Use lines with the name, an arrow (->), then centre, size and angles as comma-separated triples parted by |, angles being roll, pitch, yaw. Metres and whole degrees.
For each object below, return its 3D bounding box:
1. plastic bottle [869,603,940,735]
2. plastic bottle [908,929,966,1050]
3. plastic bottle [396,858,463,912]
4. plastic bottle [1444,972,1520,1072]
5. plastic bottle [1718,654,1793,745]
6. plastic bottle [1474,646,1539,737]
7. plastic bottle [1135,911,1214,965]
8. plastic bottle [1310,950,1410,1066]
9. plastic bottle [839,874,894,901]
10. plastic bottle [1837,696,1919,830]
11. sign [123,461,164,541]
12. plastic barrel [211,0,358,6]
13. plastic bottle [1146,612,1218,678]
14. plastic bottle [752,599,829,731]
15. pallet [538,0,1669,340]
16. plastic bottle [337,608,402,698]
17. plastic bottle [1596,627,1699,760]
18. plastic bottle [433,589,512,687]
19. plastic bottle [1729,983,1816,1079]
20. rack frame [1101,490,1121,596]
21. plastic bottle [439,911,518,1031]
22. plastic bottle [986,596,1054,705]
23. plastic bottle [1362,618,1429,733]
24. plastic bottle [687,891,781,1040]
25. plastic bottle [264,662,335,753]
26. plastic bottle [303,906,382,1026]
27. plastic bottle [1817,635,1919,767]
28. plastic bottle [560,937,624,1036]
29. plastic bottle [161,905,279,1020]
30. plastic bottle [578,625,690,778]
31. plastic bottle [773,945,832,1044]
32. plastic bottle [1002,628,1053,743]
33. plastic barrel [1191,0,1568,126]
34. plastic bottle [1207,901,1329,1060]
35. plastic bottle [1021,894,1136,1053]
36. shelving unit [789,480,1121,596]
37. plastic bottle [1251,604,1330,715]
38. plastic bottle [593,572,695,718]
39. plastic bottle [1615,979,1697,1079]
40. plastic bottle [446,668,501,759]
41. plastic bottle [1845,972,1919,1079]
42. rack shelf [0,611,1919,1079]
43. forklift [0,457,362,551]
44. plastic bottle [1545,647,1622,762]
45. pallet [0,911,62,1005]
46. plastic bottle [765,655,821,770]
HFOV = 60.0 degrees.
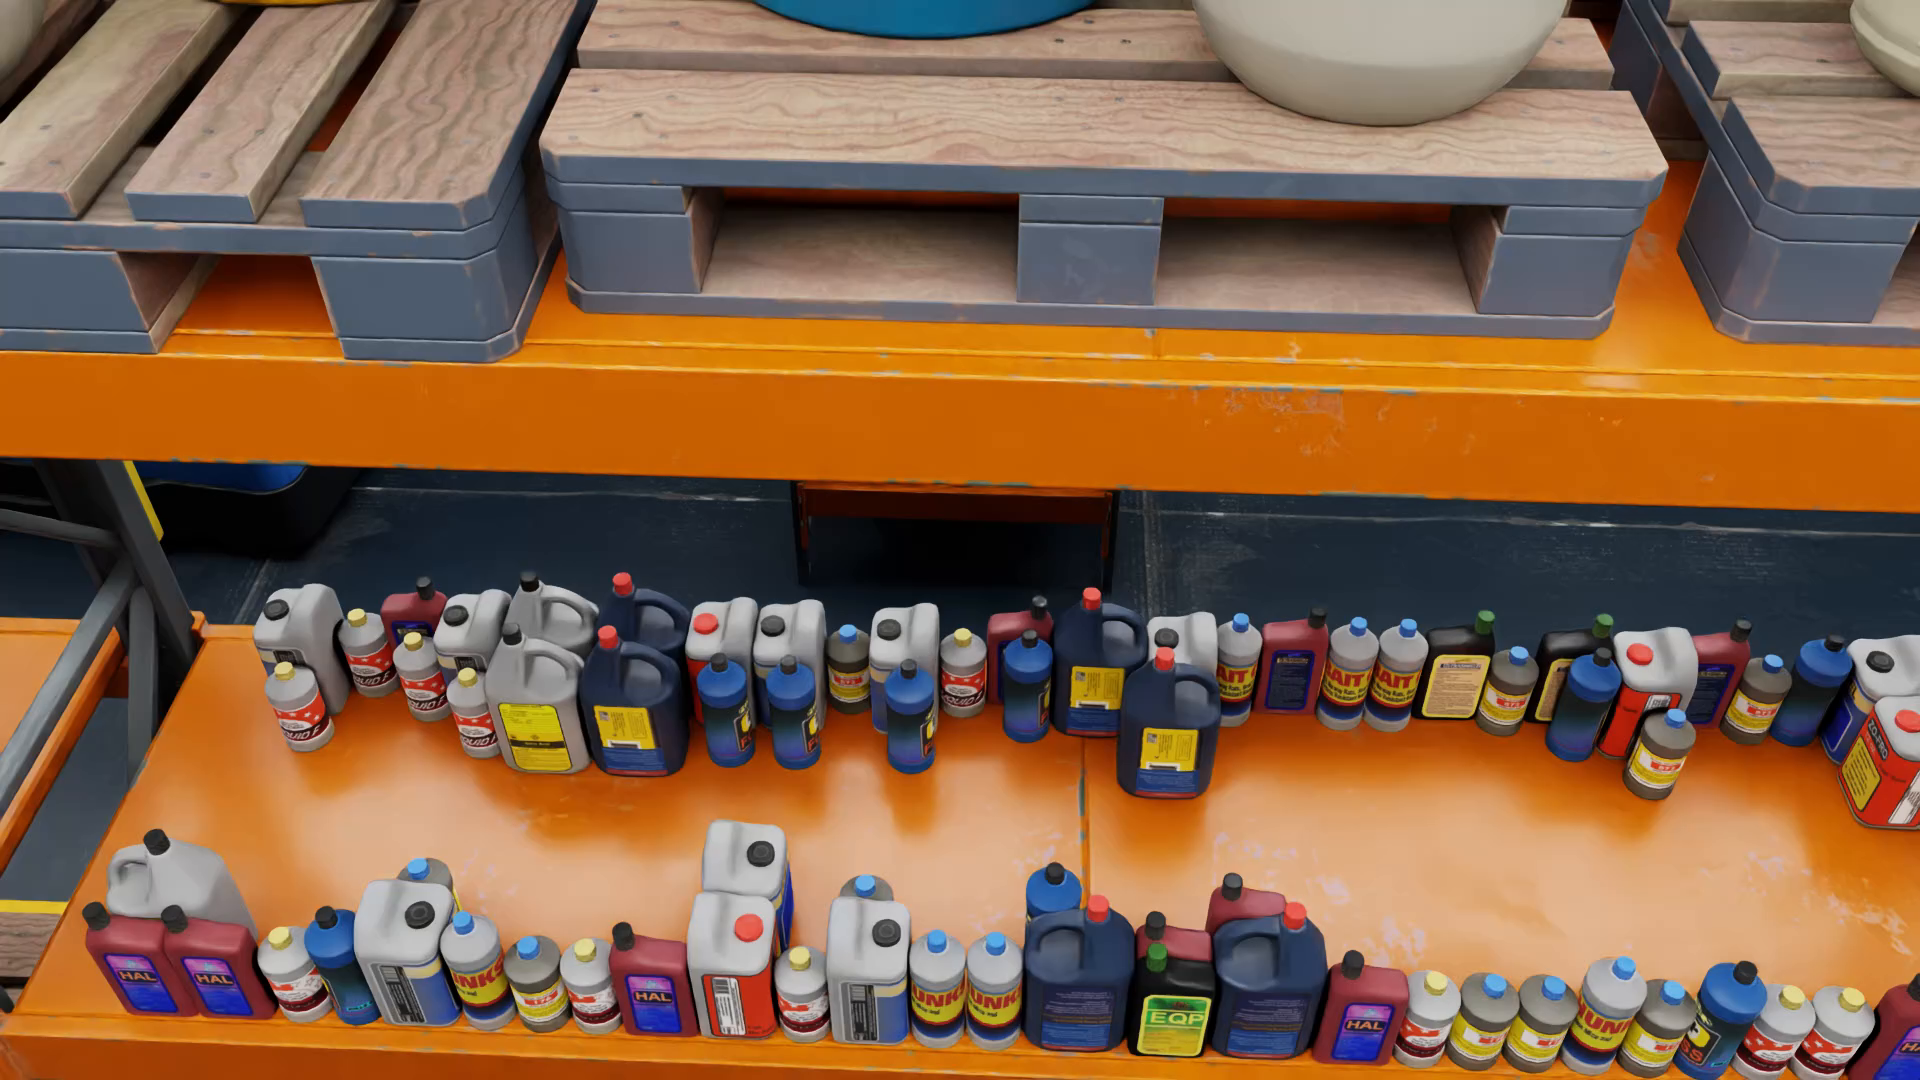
plastic bottle -> -0.112, 0.251, 3.371 | 0.135, 0.276, 0.152 | 2, 43, 2
plastic bottle -> -0.038, 0.754, 2.834 | 0.097, 0.271, 0.097 | 0, 43, 0
plastic bottle -> -0.957, 0.648, 3.000 | 0.097, 0.201, 0.097 | 0, 43, 0
plastic bottle -> 0.889, 0.808, 2.828 | 0.097, 0.201, 0.097 | 0, 43, 0
plastic bottle -> 1.612, 0.312, 3.360 | 0.097, 0.201, 0.097 | 0, 43, 0
plastic bottle -> 1.113, 0.297, 3.376 | 0.097, 0.201, 0.097 | 0, 43, 0
plastic bottle -> 0.361, 0.733, 2.848 | 0.133, 0.283, 0.061 | 2, 43, 2
plastic bottle -> 0.676, 0.784, 2.793 | 0.133, 0.283, 0.061 | 2, 43, 2
plastic bottle -> -0.166, 0.672, 2.974 | 0.097, 0.201, 0.097 | 0, 43, 0
plastic bottle -> 1.817, 0.414, 3.196 | 0.135, 0.276, 0.152 | 2, 43, 2
sign -> -1.728, -0.100, 3.454 | 0.005, 0.325, 0.100 | 2, 43, 2
plastic barrel -> -0.834, -1.055, 2.035 | 0.600, 0.588, 0.600 | 0, 43, 0
plastic bottle -> 0.438, 0.268, 3.353 | 0.135, 0.276, 0.152 | 2, 43, 2
plastic bottle -> -0.343, 0.244, 3.379 | 0.135, 0.276, 0.152 | 2, 43, 2
pallet -> 0.166, -0.663, 2.199 | 1.213, 0.211, 1.003 | 2, 43, 2
plastic bottle -> -1.229, 0.225, 3.453 | 0.097, 0.201, 0.097 | 0, 43, 0
plastic bottle -> 1.361, 0.296, 3.323 | 0.135, 0.276, 0.152 | 2, 43, 2
plastic bottle -> -0.981, 0.224, 3.400 | 0.135, 0.276, 0.152 | 2, 43, 2
plastic bottle -> 1.376, 0.823, 2.812 | 0.097, 0.201, 0.097 | 0, 43, 0
rack frame -> 0.501, -0.396, 5.350 | 0.032, 1.125, 0.500 | 2, 43, 2
plastic bottle -> -0.829, 0.730, 2.861 | 0.097, 0.271, 0.097 | 0, 43, 0
plastic bottle -> 0.122, 0.224, 3.394 | 0.133, 0.283, 0.061 | 2, 43, 2
plastic bottle -> 0.883, 0.264, 3.360 | 0.097, 0.271, 0.097 | 0, 43, 0
plastic bottle -> -0.384, 0.723, 2.864 | 0.135, 0.276, 0.152 | 2, 43, 2
plastic bottle -> -1.333, 0.326, 3.346 | 0.097, 0.201, 0.097 | 0, 43, 0
plastic bottle -> -1.061, 0.723, 2.868 | 0.097, 0.271, 0.097 | 0, 43, 0
plastic bottle -> 1.824, 0.310, 3.307 | 0.135, 0.276, 0.152 | 2, 43, 2
plastic bottle -> -0.635, 0.761, 2.878 | 0.097, 0.201, 0.097 | 0, 43, 0
plastic bottle -> -1.274, 0.724, 2.858 | 0.133, 0.283, 0.061 | 2, 43, 2
plastic bottle -> -0.644, 0.303, 3.261 | 0.185, 0.351, 0.144 | 2, 43, 2
plastic bottle -> -0.270, 0.772, 2.866 | 0.097, 0.201, 0.097 | 0, 43, 0
plastic bottle -> 0.136, 0.283, 3.340 | 0.097, 0.271, 0.097 | 0, 43, 0
plastic barrel -> 0.463, -0.754, 1.751 | 0.433, 0.535, 0.433 | 0, 43, 0
plastic bottle -> 0.519, 0.726, 2.806 | 0.185, 0.351, 0.144 | 2, 43, 2
plastic bottle -> 0.201, 0.716, 2.817 | 0.185, 0.351, 0.144 | 2, 43, 2
shelving unit -> -0.007, -0.412, 5.367 | 1.048, 1.125, 0.538 | 2, 43, 2
plastic bottle -> 0.671, 0.241, 3.376 | 0.133, 0.283, 0.061 | 2, 43, 2
plastic bottle -> -0.637, 0.205, 3.366 | 0.185, 0.351, 0.144 | 2, 43, 2
plastic bottle -> 1.181, 0.817, 2.818 | 0.097, 0.201, 0.097 | 0, 43, 0
plastic bottle -> -0.968, 0.337, 3.333 | 0.097, 0.201, 0.097 | 0, 43, 0
plastic bottle -> 1.587, 0.812, 2.763 | 0.133, 0.283, 0.061 | 2, 43, 2
rack shelf -> 0.243, 0.700, 3.326 | 4.000, 0.370, 1.077 | 2, 43, 2
forklift -> -3.602, -1.515, 5.226 | 3.031, 2.935, 1.130 | 7, 43, 7
plastic bottle -> 1.244, 0.317, 3.303 | 0.097, 0.271, 0.097 | 0, 43, 0
pallet -> -2.491, 1.400, 4.093 | 1.213, 0.211, 1.003 | 2, 43, 2
plastic bottle -> -0.330, 0.331, 3.289 | 0.097, 0.271, 0.097 | 0, 43, 0
